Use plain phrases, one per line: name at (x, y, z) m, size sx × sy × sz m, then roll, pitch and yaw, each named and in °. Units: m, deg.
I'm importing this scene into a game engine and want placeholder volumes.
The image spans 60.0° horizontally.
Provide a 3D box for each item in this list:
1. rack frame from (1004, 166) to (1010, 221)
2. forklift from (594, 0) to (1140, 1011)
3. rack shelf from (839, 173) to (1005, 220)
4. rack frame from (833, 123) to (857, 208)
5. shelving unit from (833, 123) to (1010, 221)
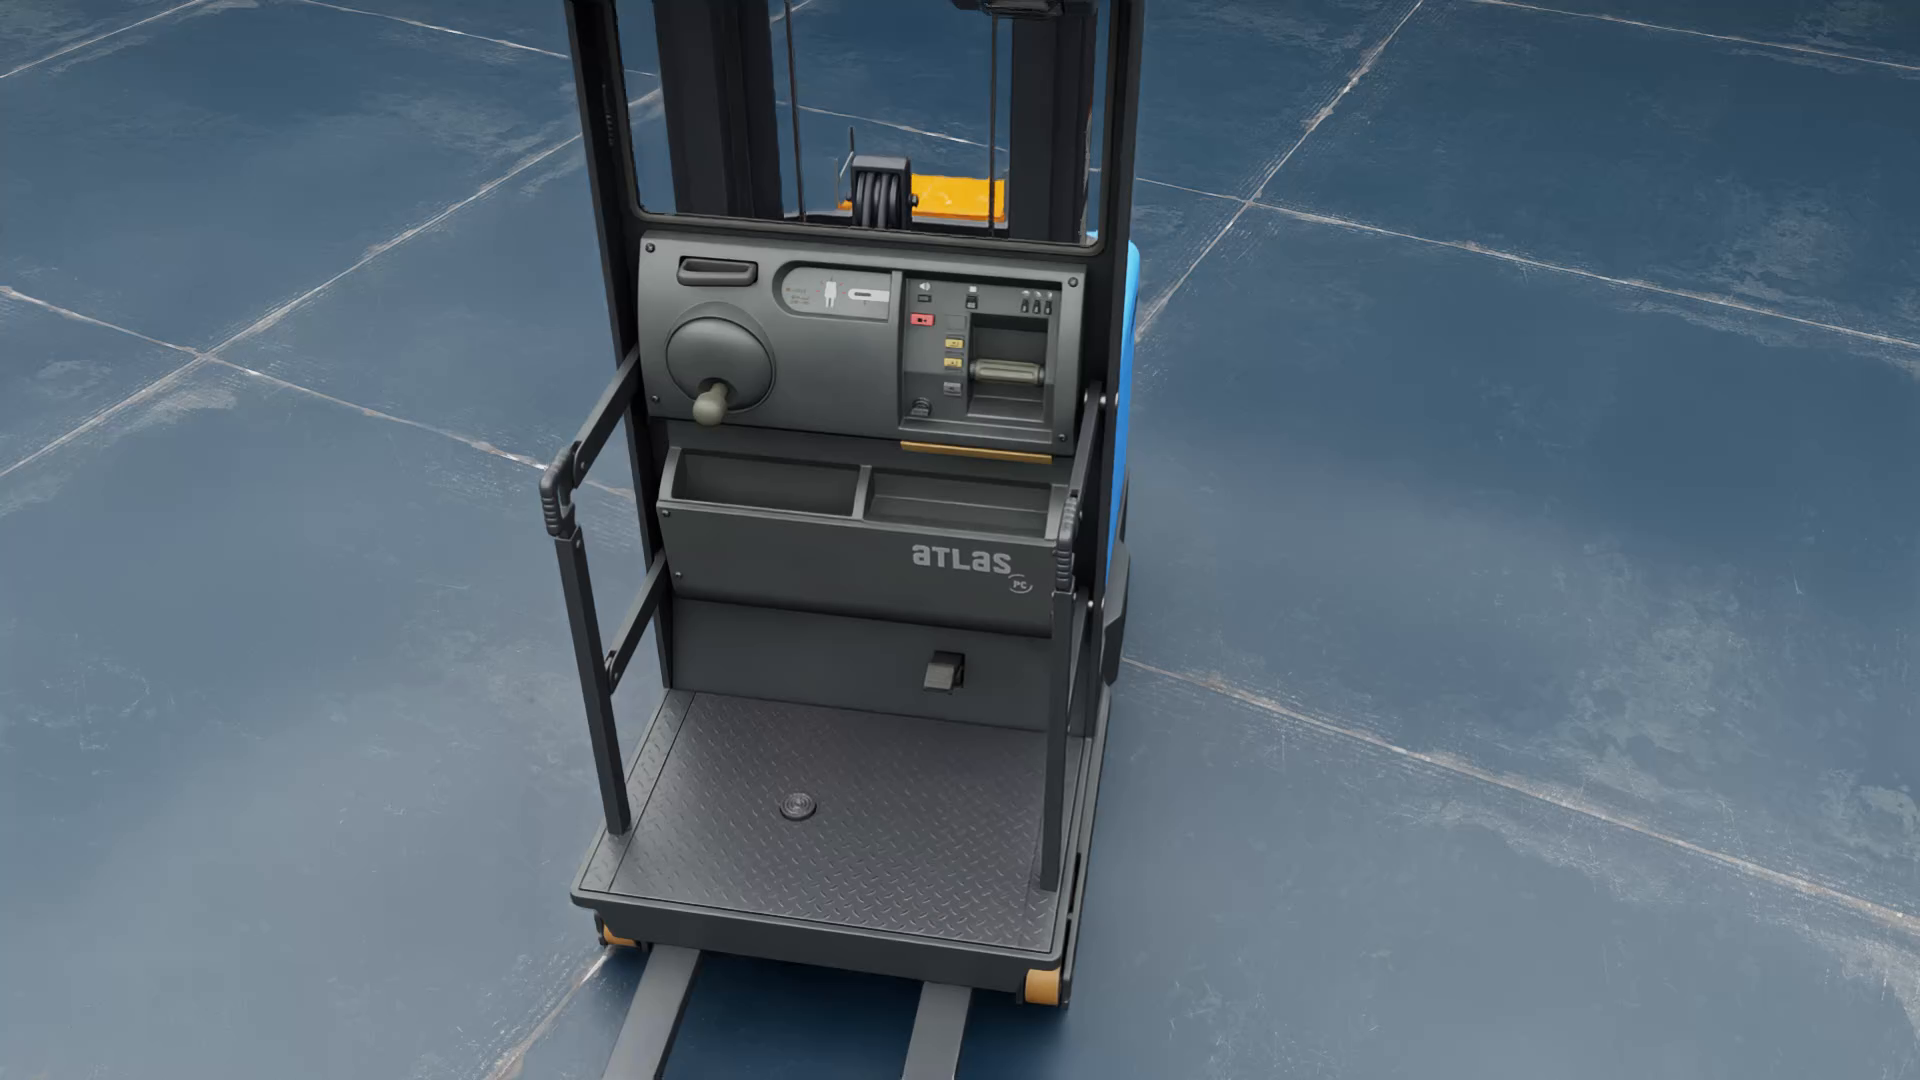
rack frame at (0.150, -0.624, 5.080) m, size 0.015 × 1.200 × 0.240 m, roll 6°, pitch 38°, yaw 7°
forklift at (-0.153, -0.636, 3.716) m, size 1.129 × 2.867 × 1.939 m, roll 6°, pitch 38°, yaw 8°
rack shelf at (-0.091, -0.961, 4.873) m, size 0.480 × 0.148 × 0.258 m, roll 6°, pitch 38°, yaw 7°
rack frame at (-0.332, -0.671, 5.142) m, size 0.015 × 1.200 × 0.240 m, roll 6°, pitch 38°, yaw 7°
shelving unit at (-0.091, -0.648, 5.111) m, size 0.503 × 1.200 × 0.258 m, roll 6°, pitch 38°, yaw 7°
